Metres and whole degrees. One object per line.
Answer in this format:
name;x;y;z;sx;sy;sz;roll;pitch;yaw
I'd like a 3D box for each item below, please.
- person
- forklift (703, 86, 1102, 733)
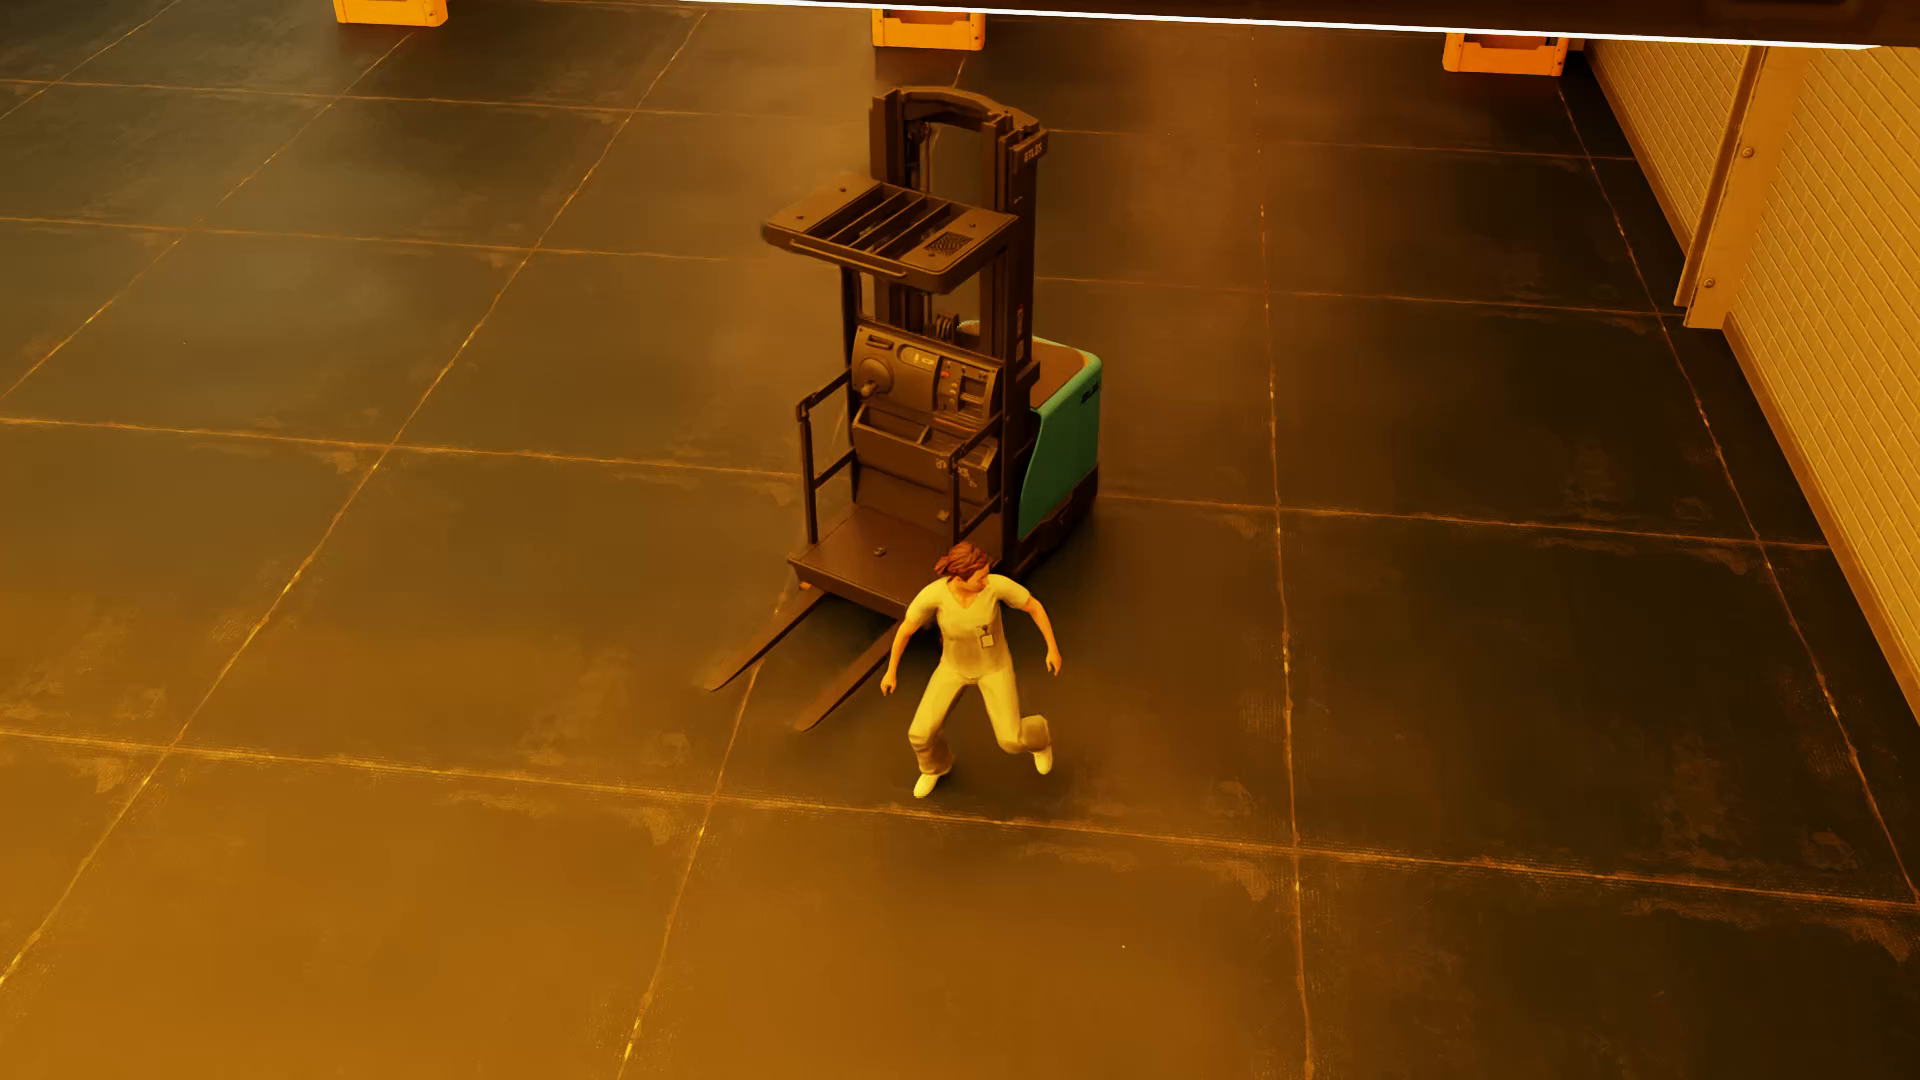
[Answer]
person;0.058;0.648;8.344;0.888;1.556;0.500;6;37;8
forklift;-0.315;-0.856;9.191;1.130;2.935;3.031;20;41;25
